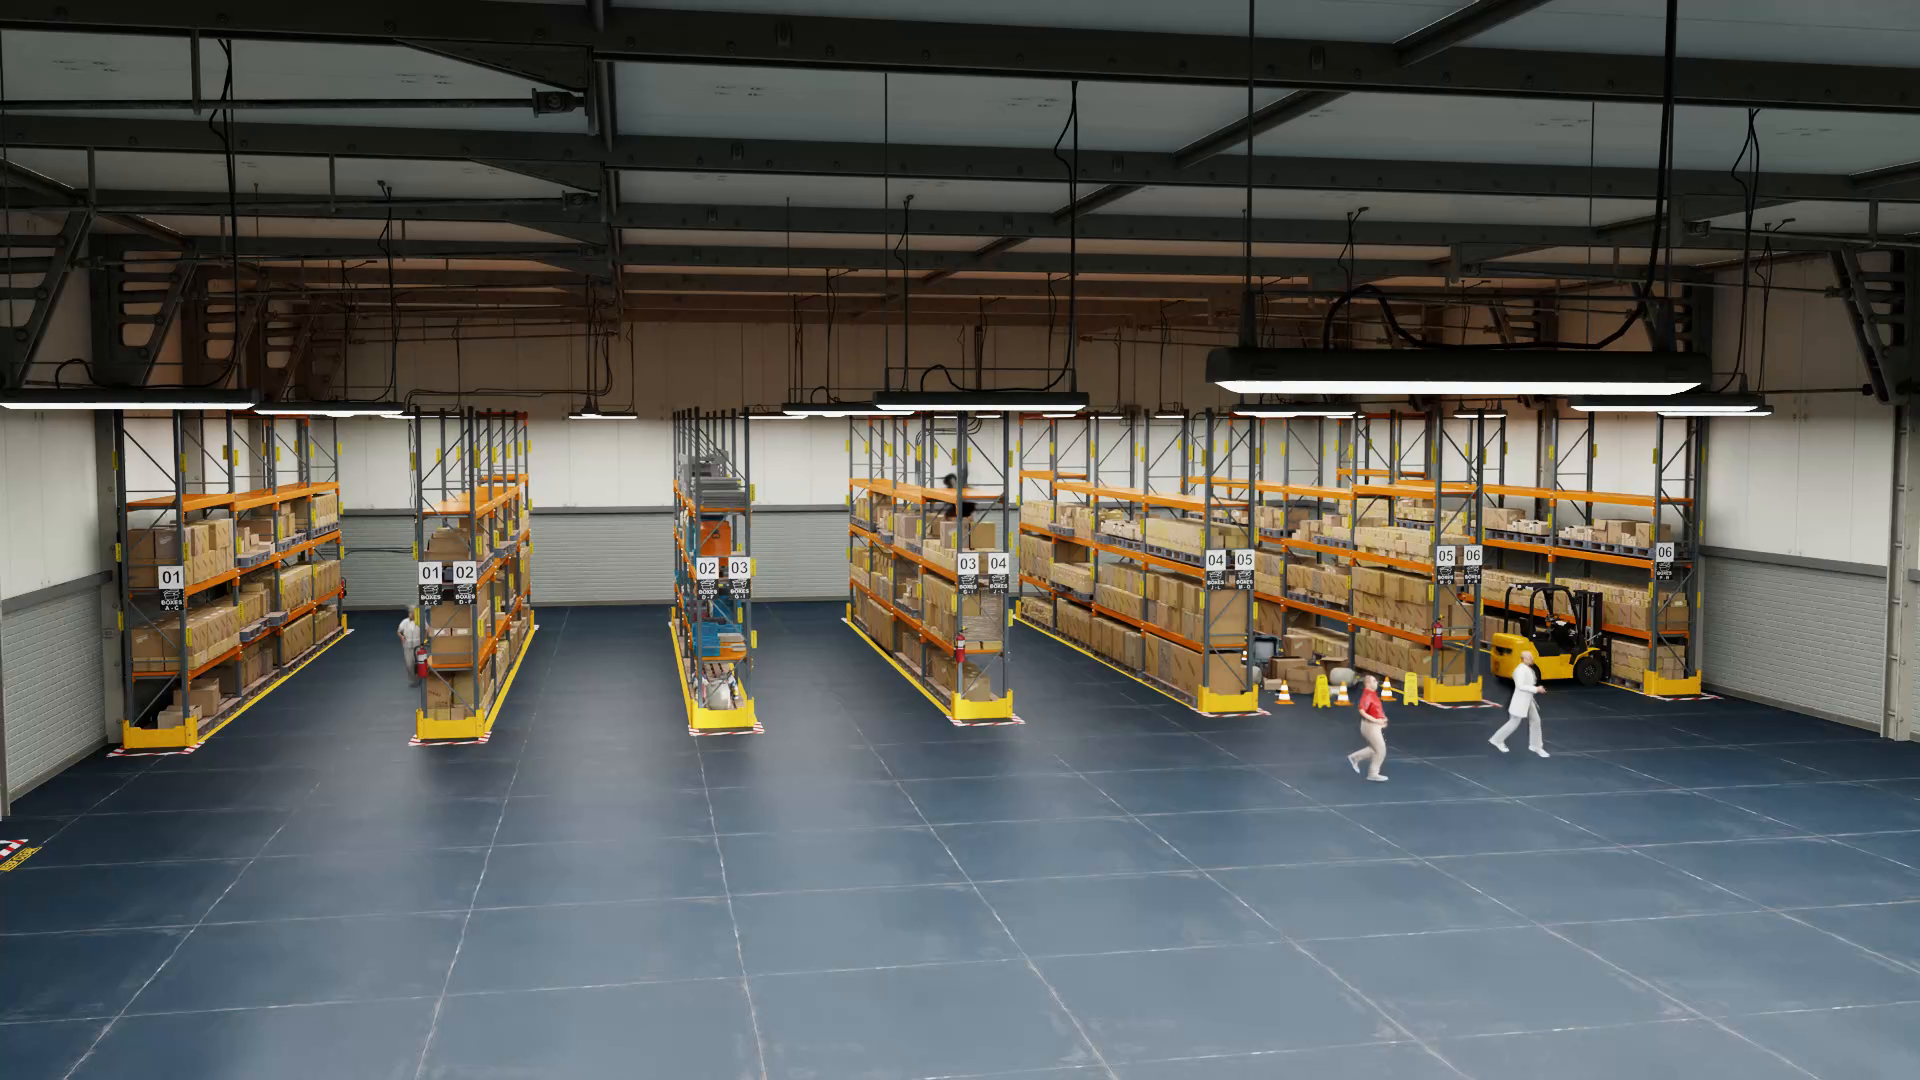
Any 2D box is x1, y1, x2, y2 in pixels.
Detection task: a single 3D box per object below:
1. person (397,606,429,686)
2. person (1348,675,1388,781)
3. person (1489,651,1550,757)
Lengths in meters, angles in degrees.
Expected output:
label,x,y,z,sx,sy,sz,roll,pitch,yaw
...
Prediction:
label,x,y,z,sx,sy,sz,roll,pitch,yaw
person,-11.828,2.293,35.975,0.672,1.740,0.585,-1,4,-13
person,6.529,2.998,26.549,0.624,1.667,0.664,1,4,19
person,9.633,2.803,28.575,0.984,1.819,0.668,3,5,36
